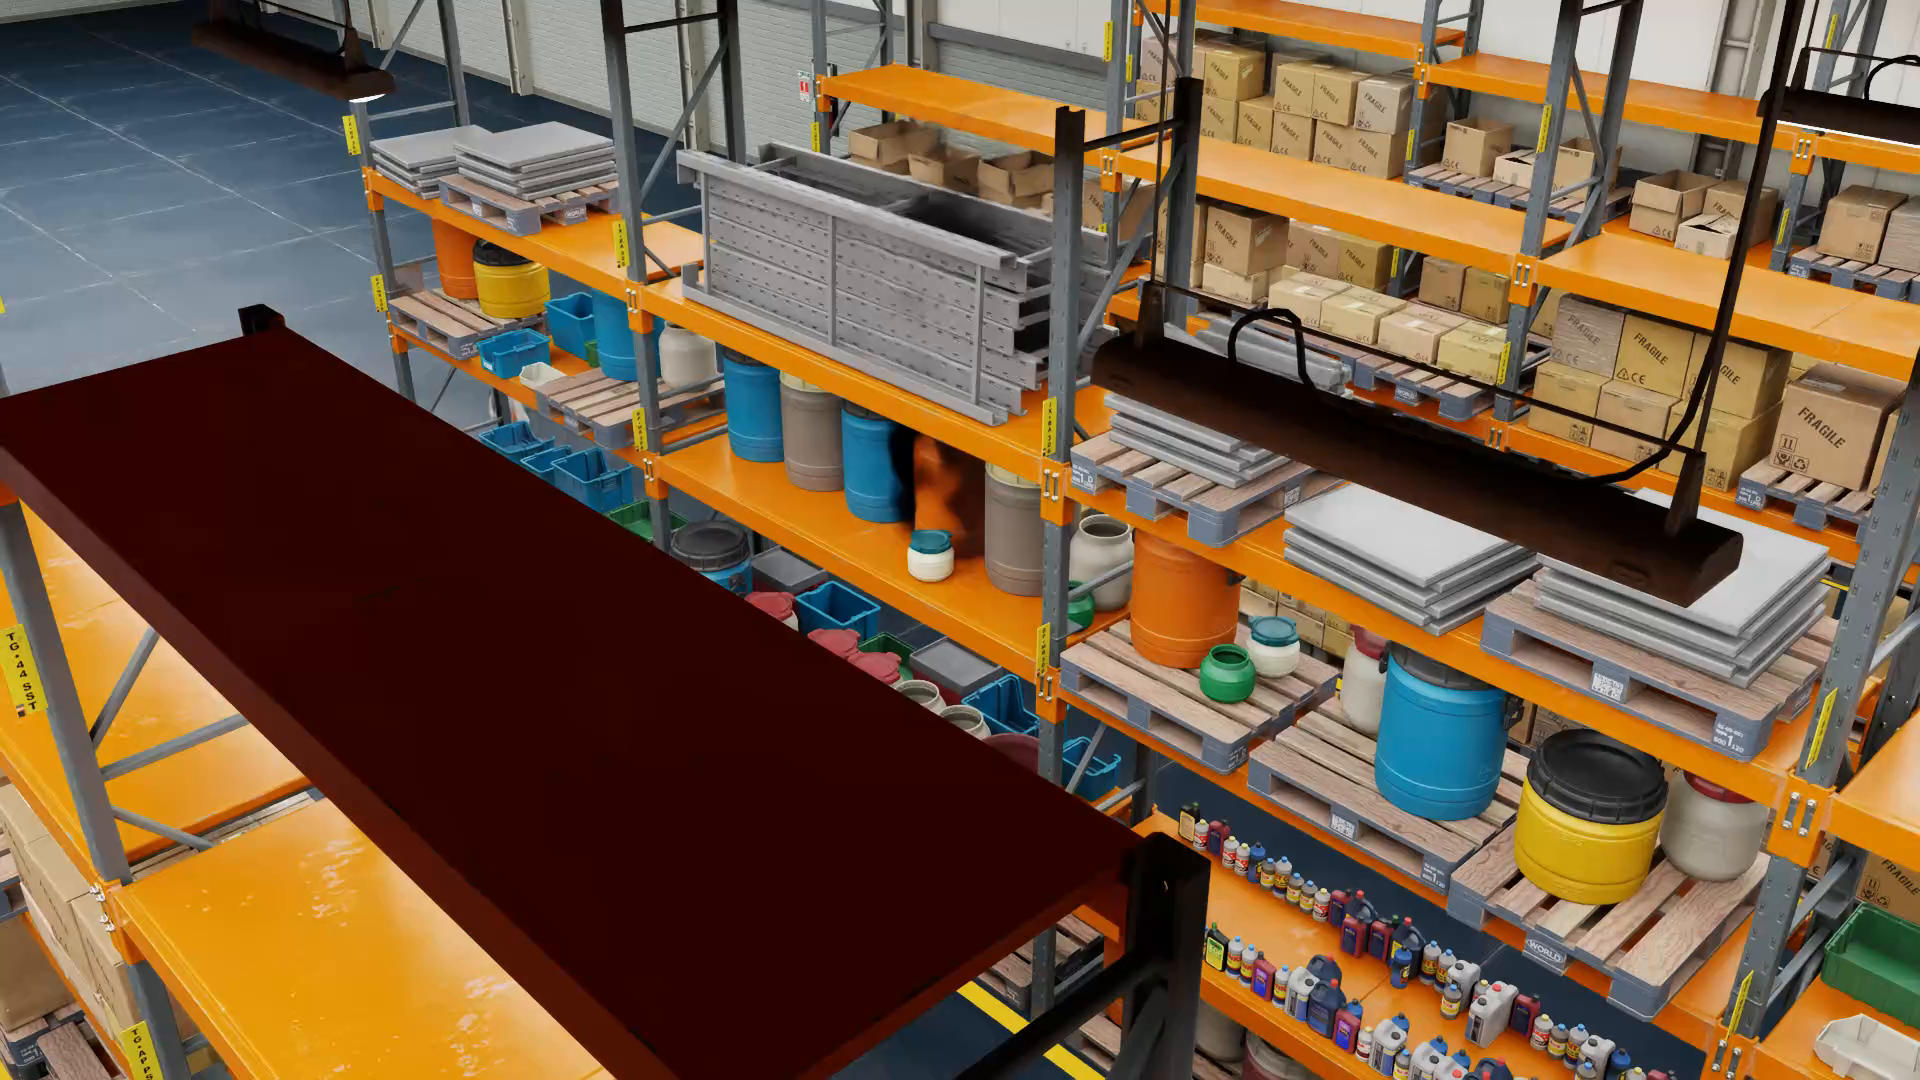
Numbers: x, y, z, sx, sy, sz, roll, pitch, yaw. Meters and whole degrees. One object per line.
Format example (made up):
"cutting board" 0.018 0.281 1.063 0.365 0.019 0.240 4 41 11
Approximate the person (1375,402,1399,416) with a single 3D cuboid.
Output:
"person" 4.155 -0.726 16.506 0.543 1.575 0.878 -25 37 -38

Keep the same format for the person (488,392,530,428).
"person" -4.587 -1.073 16.981 0.875 1.796 0.708 6 29 12
